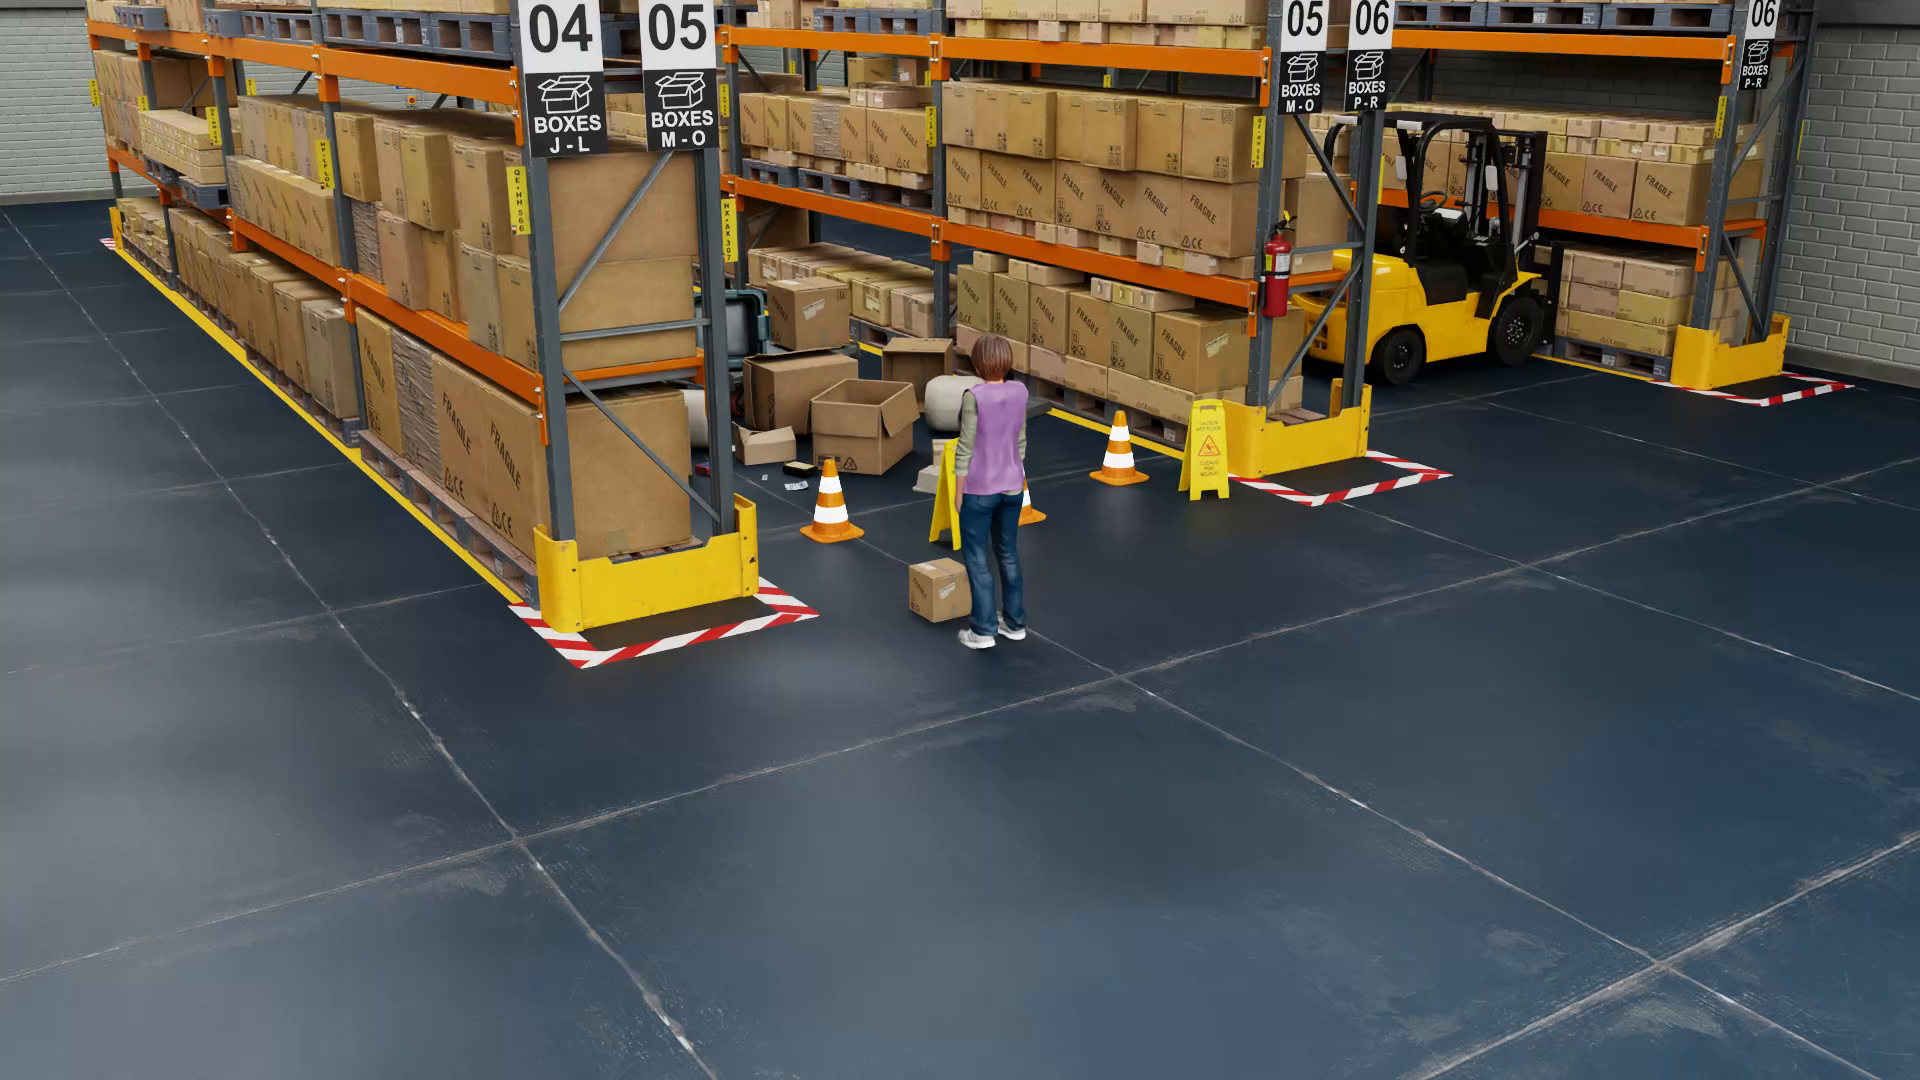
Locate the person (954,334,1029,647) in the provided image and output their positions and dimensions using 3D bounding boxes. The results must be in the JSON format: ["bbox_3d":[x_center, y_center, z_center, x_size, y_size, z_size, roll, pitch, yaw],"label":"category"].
[{"bbox_3d":[0.144,-0.230,8.318,0.406,1.598,0.300,-11,21,-30],"label":"person"}]
